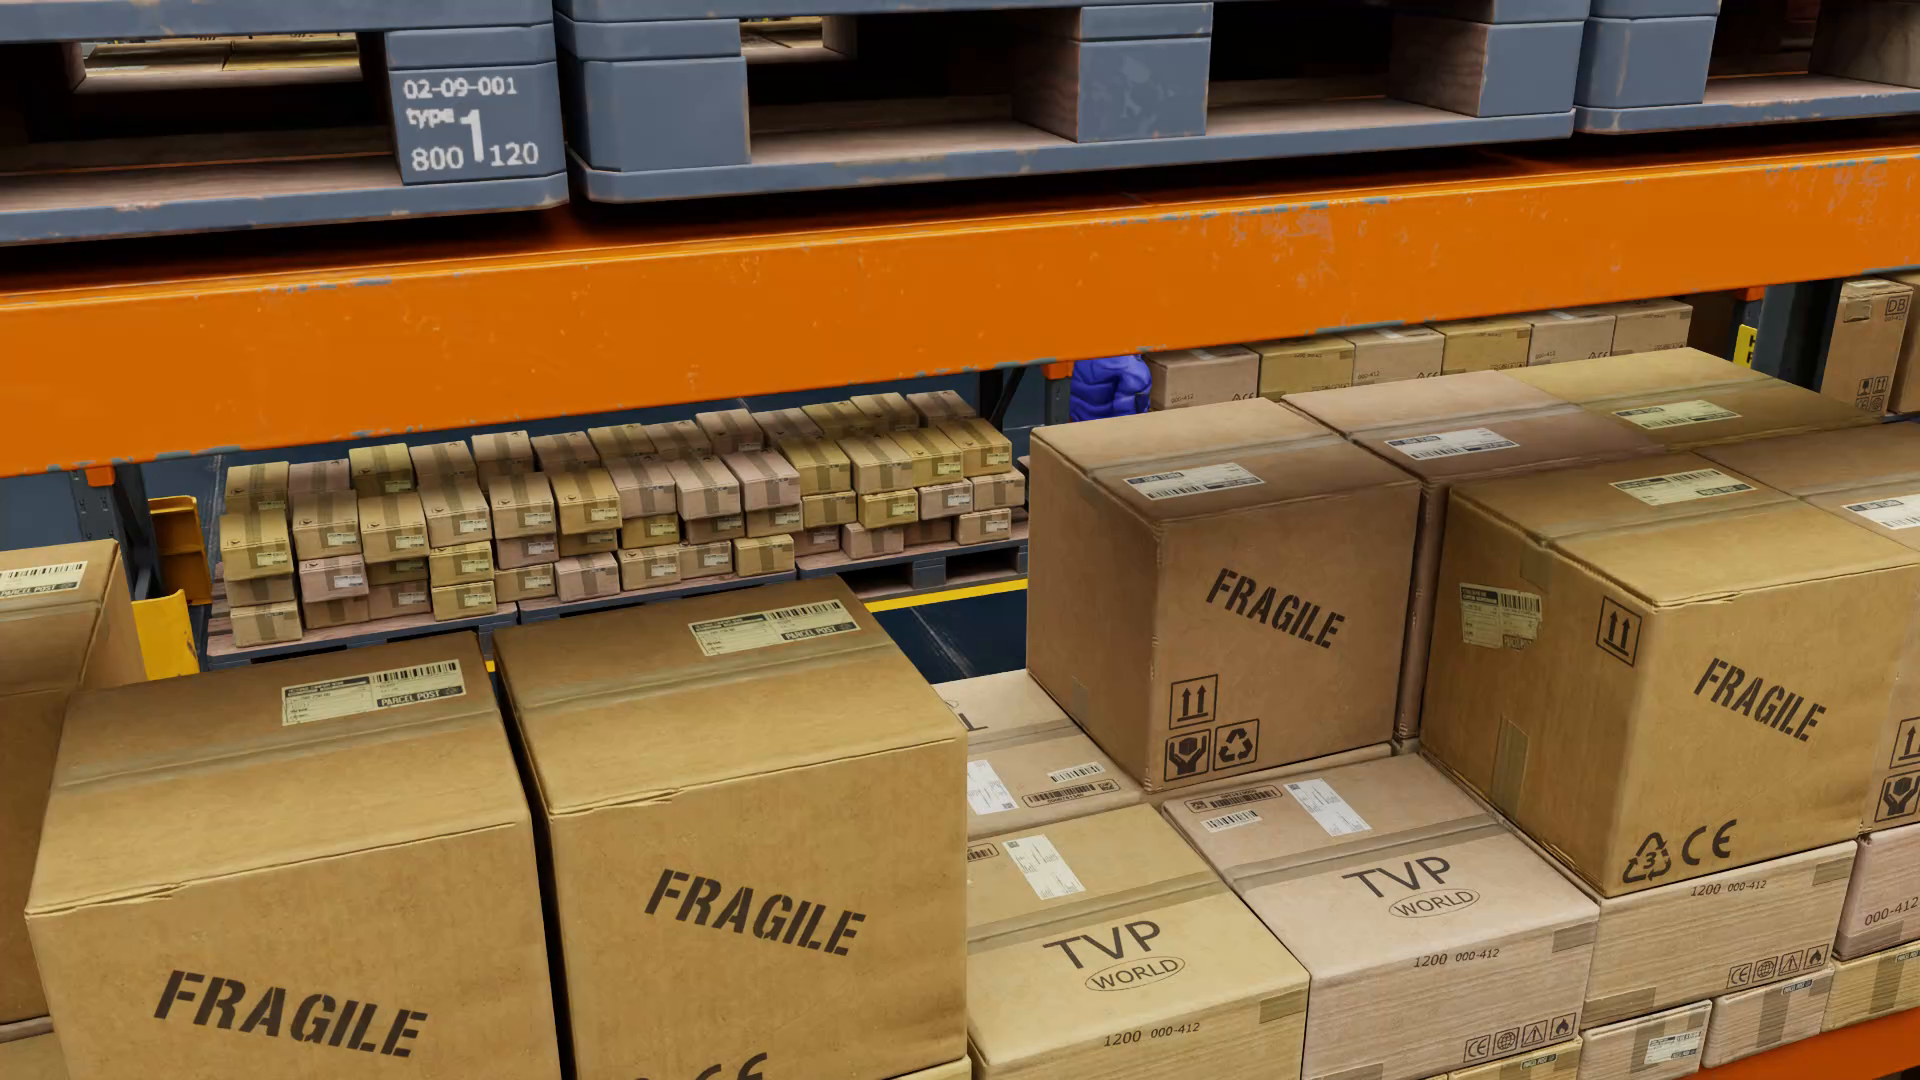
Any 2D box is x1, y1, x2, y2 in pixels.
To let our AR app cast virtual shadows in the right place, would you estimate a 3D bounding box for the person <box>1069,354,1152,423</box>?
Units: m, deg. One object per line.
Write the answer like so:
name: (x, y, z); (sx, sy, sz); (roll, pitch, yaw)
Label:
person: (0.605, -0.212, 6.626); (0.352, 1.640, 0.521); (-10, 25, -22)
